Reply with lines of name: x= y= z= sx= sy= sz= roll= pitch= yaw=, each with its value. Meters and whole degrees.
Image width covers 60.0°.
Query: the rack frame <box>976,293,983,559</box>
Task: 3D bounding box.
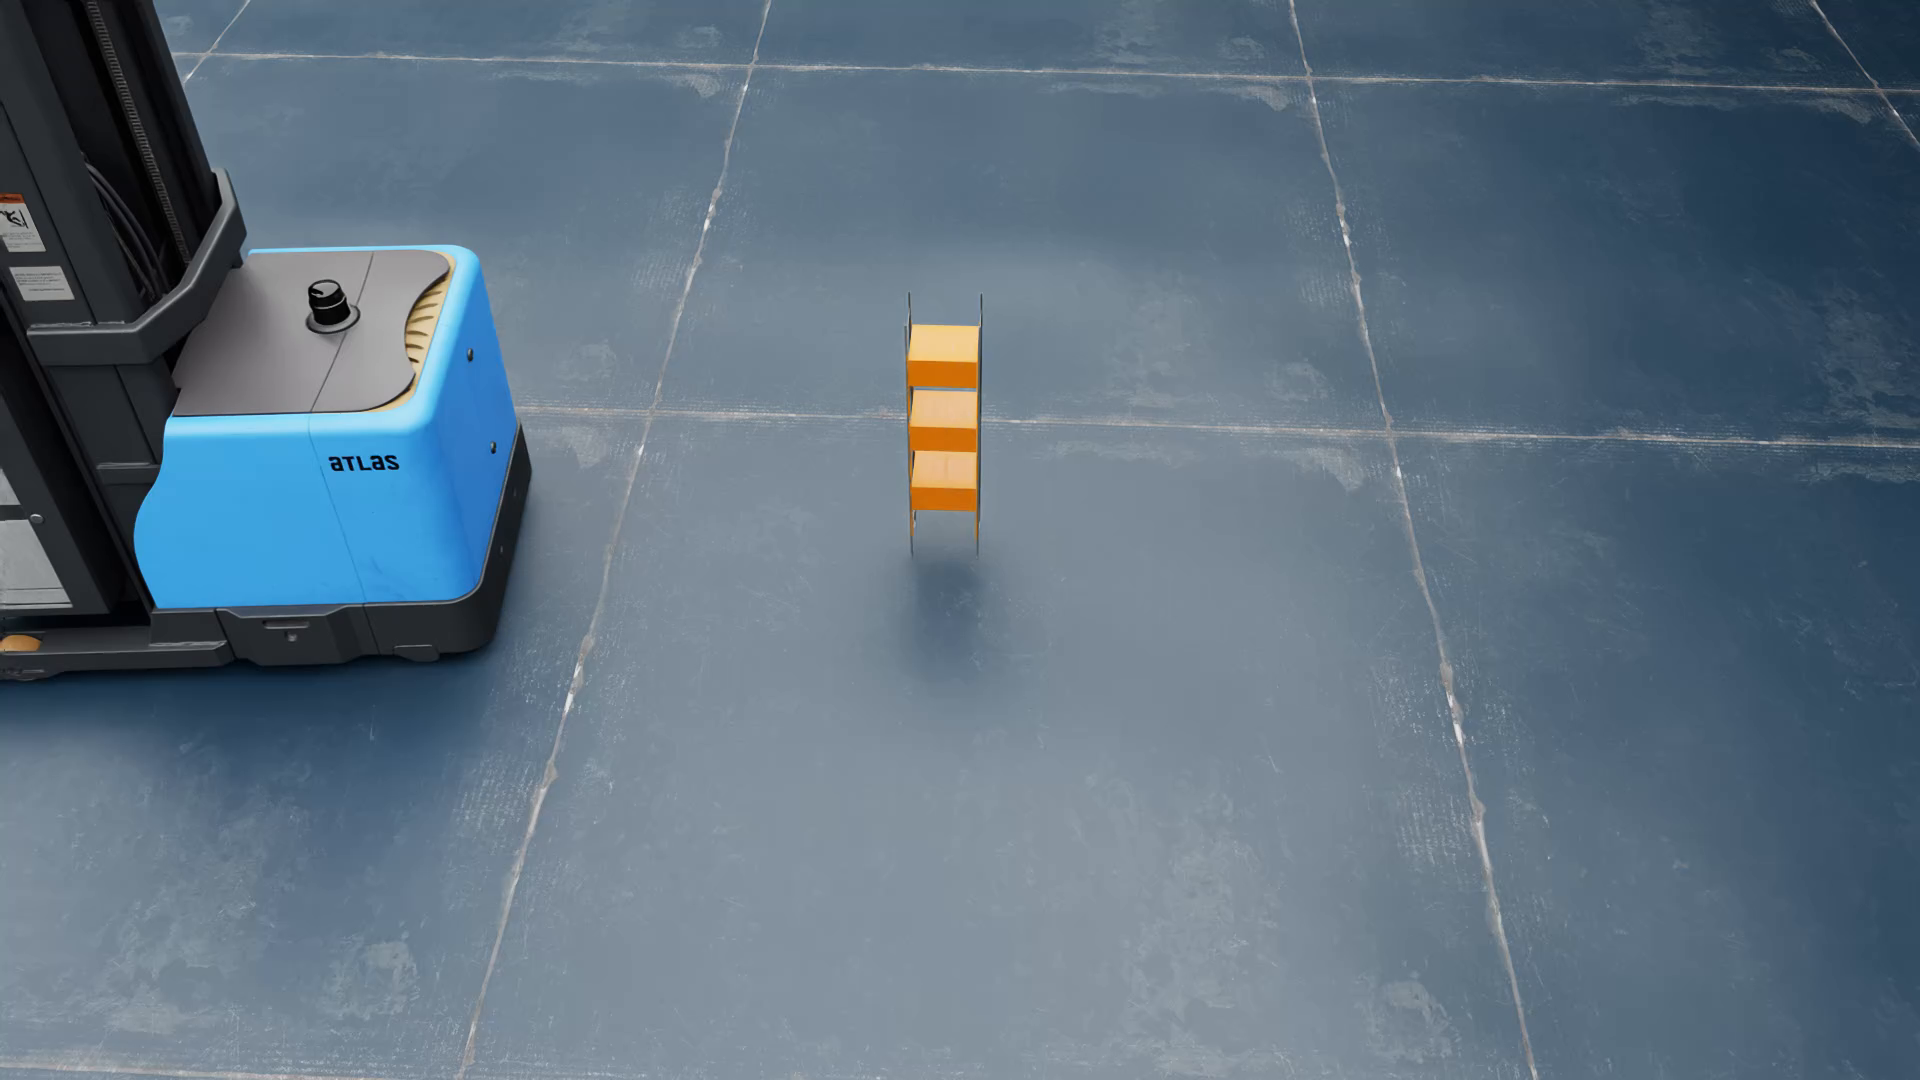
rack frame: x=0.068 y=-0.382 z=5.890 sx=0.008 sy=1.050 sz=0.200 roll=2 pitch=43 yaw=2

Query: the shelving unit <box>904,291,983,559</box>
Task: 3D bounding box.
shelving unit: x=-0.053 y=-0.386 z=5.894 sx=0.252 sy=1.050 sz=0.215 roll=2 pitch=43 yaw=2

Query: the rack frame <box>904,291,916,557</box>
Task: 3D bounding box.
rack frame: x=-0.175 y=-0.390 z=5.898 sx=0.008 sy=1.050 sz=0.200 roll=2 pitch=43 yaw=2

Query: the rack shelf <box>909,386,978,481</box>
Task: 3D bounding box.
rack shelf: x=-0.053 y=-0.378 z=5.901 sx=0.240 sy=0.259 sz=0.215 roll=2 pitch=43 yaw=2

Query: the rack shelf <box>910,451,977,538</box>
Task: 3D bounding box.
rack shelf: x=-0.053 y=-0.175 z=6.091 sx=0.240 sy=0.259 sz=0.215 roll=2 pitch=43 yaw=2

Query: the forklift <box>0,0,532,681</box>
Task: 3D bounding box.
forklift: x=-3.151 y=-0.952 z=5.121 sx=3.031 sy=2.935 sz=1.130 roll=-2 pitch=43 yaw=-2

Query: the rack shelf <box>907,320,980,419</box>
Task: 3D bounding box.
rack shelf: x=-0.053 y=-0.586 z=5.708 sx=0.240 sy=0.259 sz=0.215 roll=2 pitch=43 yaw=2
